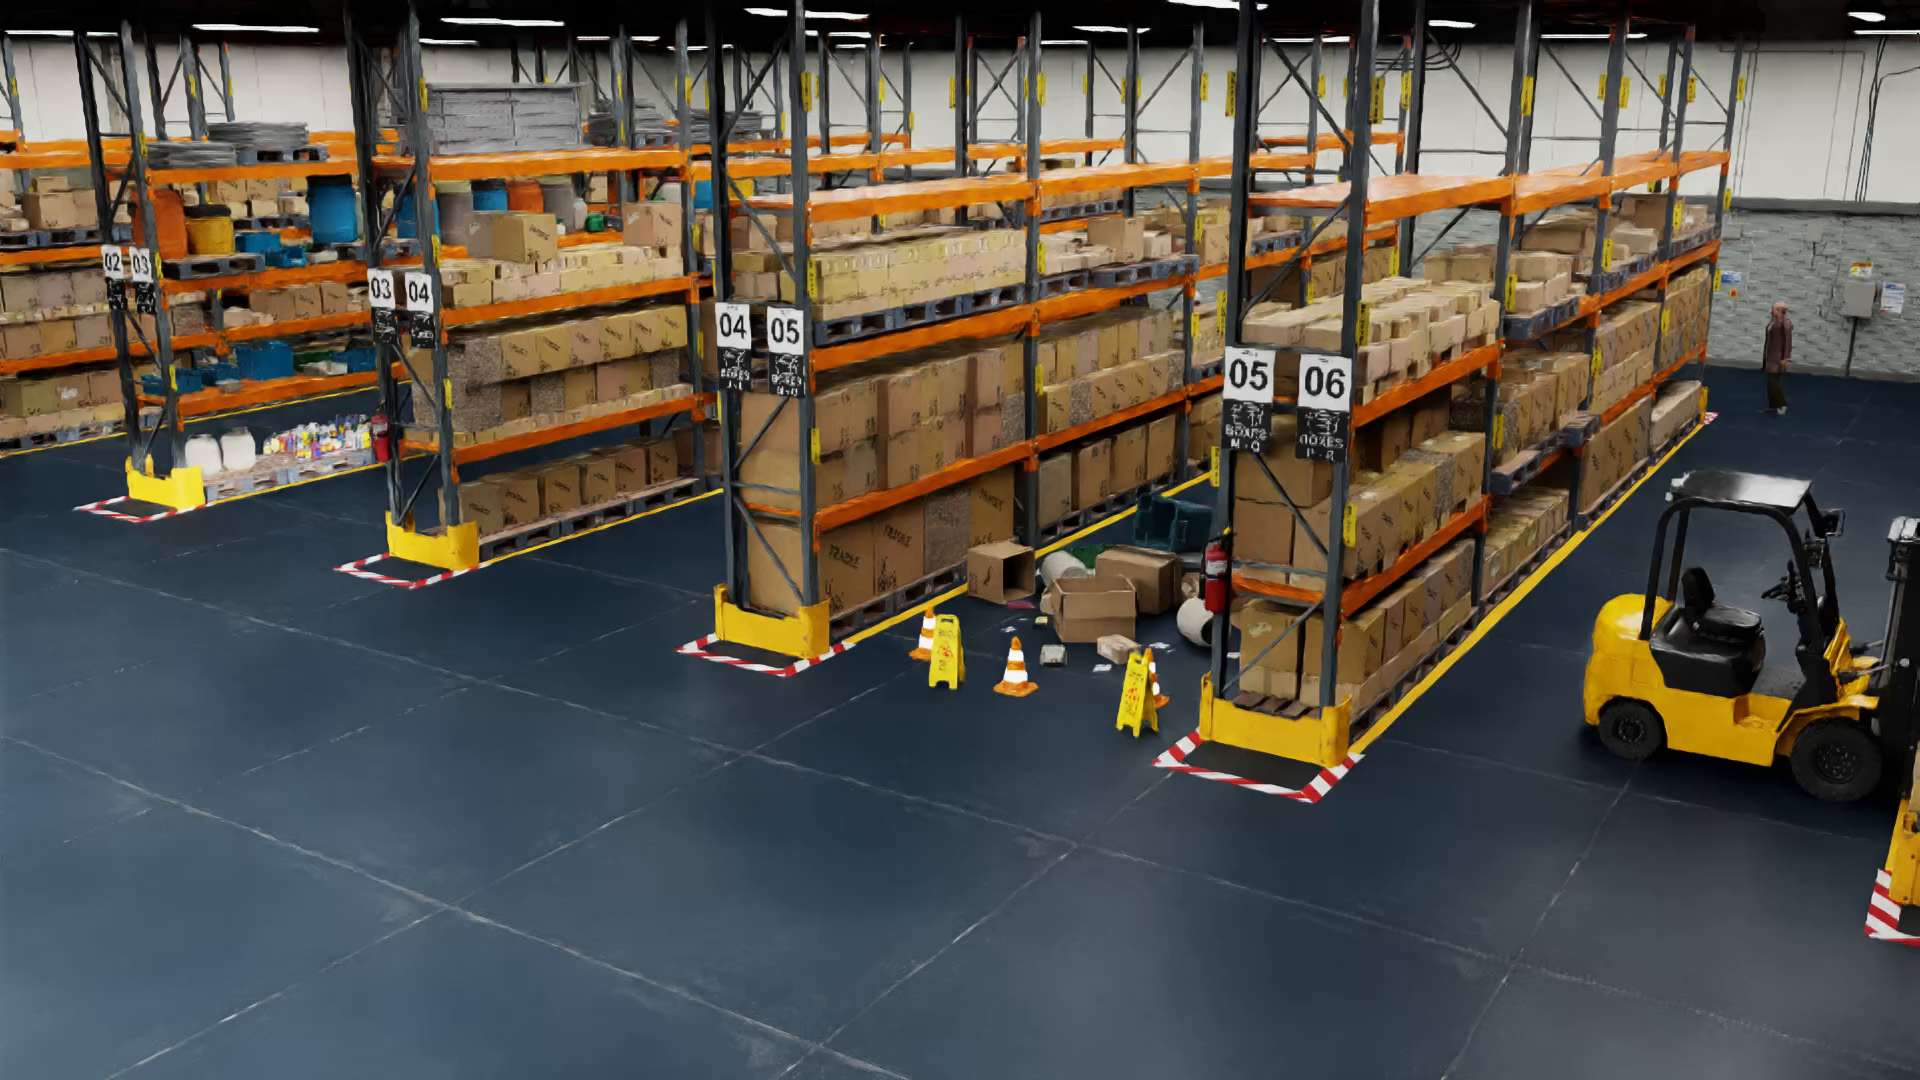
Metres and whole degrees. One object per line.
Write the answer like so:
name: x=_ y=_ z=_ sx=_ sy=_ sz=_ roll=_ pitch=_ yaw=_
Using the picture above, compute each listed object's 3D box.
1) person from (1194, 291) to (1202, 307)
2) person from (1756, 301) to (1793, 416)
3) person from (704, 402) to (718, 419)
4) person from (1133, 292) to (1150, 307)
person: x=3.845 y=-3.199 z=27.340 sx=0.681 sy=1.786 sz=0.575 roll=-15 pitch=21 yaw=-43
person: x=12.823 y=-2.858 z=26.143 sx=0.412 sy=1.773 sz=0.663 roll=0 pitch=16 yaw=1
person: x=-3.642 y=-2.444 z=24.838 sx=0.416 sy=1.677 sz=0.537 roll=1 pitch=16 yaw=2
person: x=3.636 y=-4.752 z=33.312 sx=0.925 sy=1.591 sz=0.505 roll=-11 pitch=19 yaw=-34
